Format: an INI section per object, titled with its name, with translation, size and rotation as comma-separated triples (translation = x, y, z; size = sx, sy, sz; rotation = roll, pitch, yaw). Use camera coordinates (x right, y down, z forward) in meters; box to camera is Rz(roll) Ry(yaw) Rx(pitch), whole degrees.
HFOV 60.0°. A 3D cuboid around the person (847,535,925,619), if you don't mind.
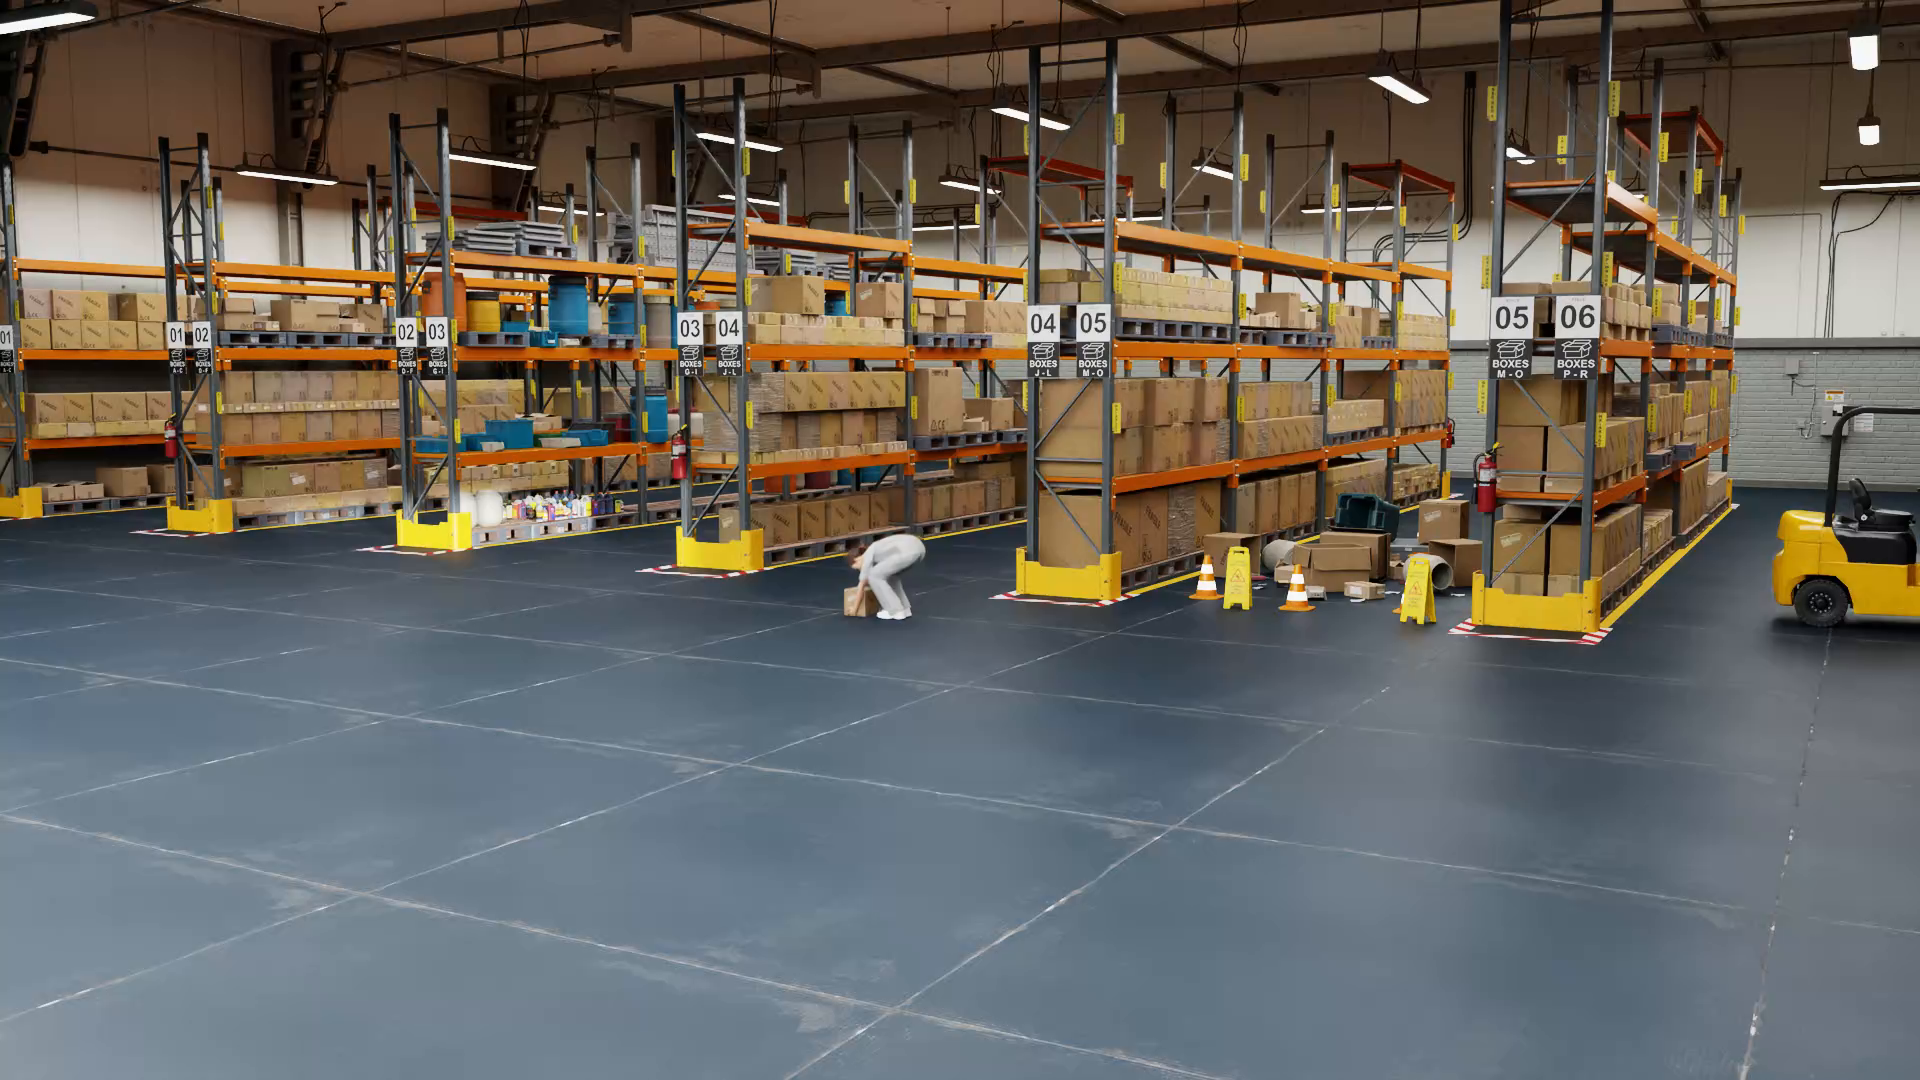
[person]
translation = -0.769, 0.364, 16.873
size = 0.854, 0.844, 0.469
rotation = 3, 7, 26
